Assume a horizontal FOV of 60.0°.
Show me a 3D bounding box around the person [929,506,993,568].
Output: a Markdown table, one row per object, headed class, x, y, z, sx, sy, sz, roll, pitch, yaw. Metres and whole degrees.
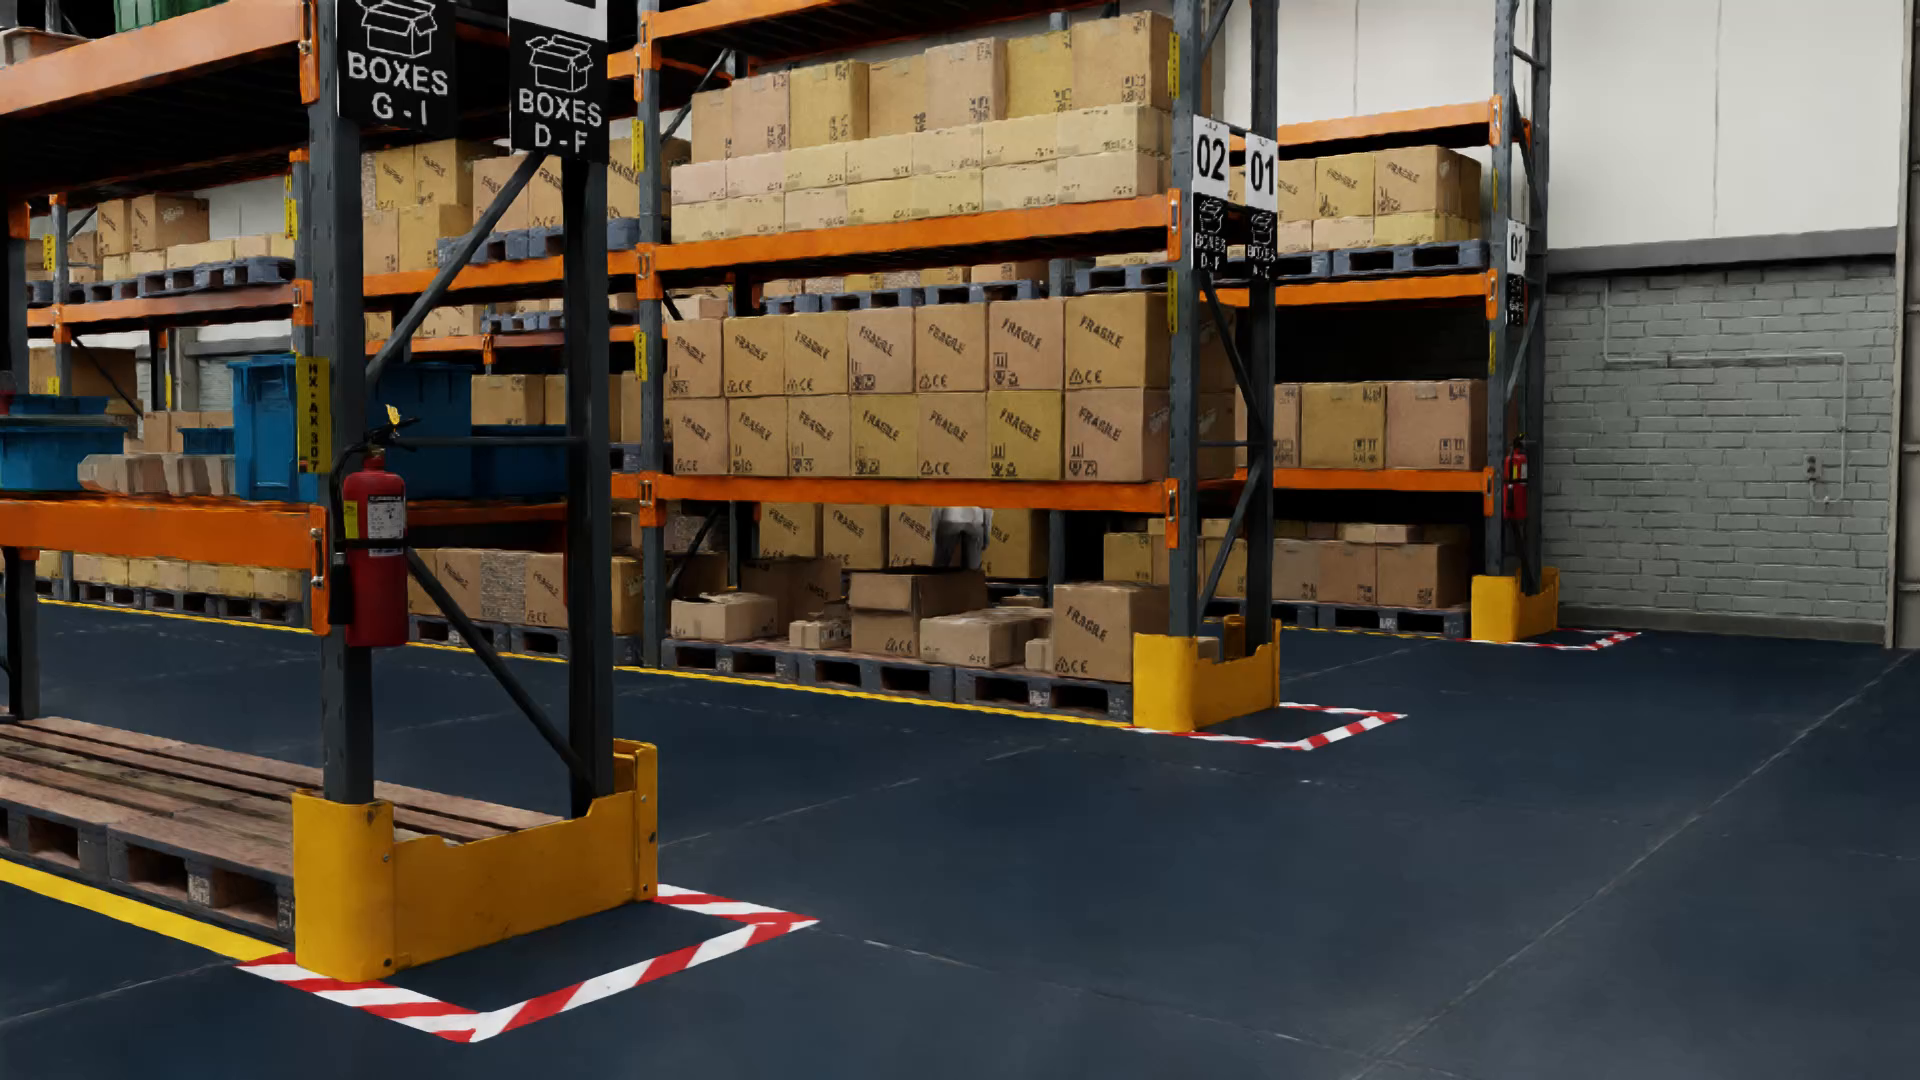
| class | x | y | z | sx | sy | sz | roll | pitch | yaw |
| --- | --- | --- | --- | --- | --- | --- | --- | --- | --- |
| person | -0.020 | -0.091 | 13.009 | 0.529 | 1.679 | 0.572 | 0 | 3 | -5 |
